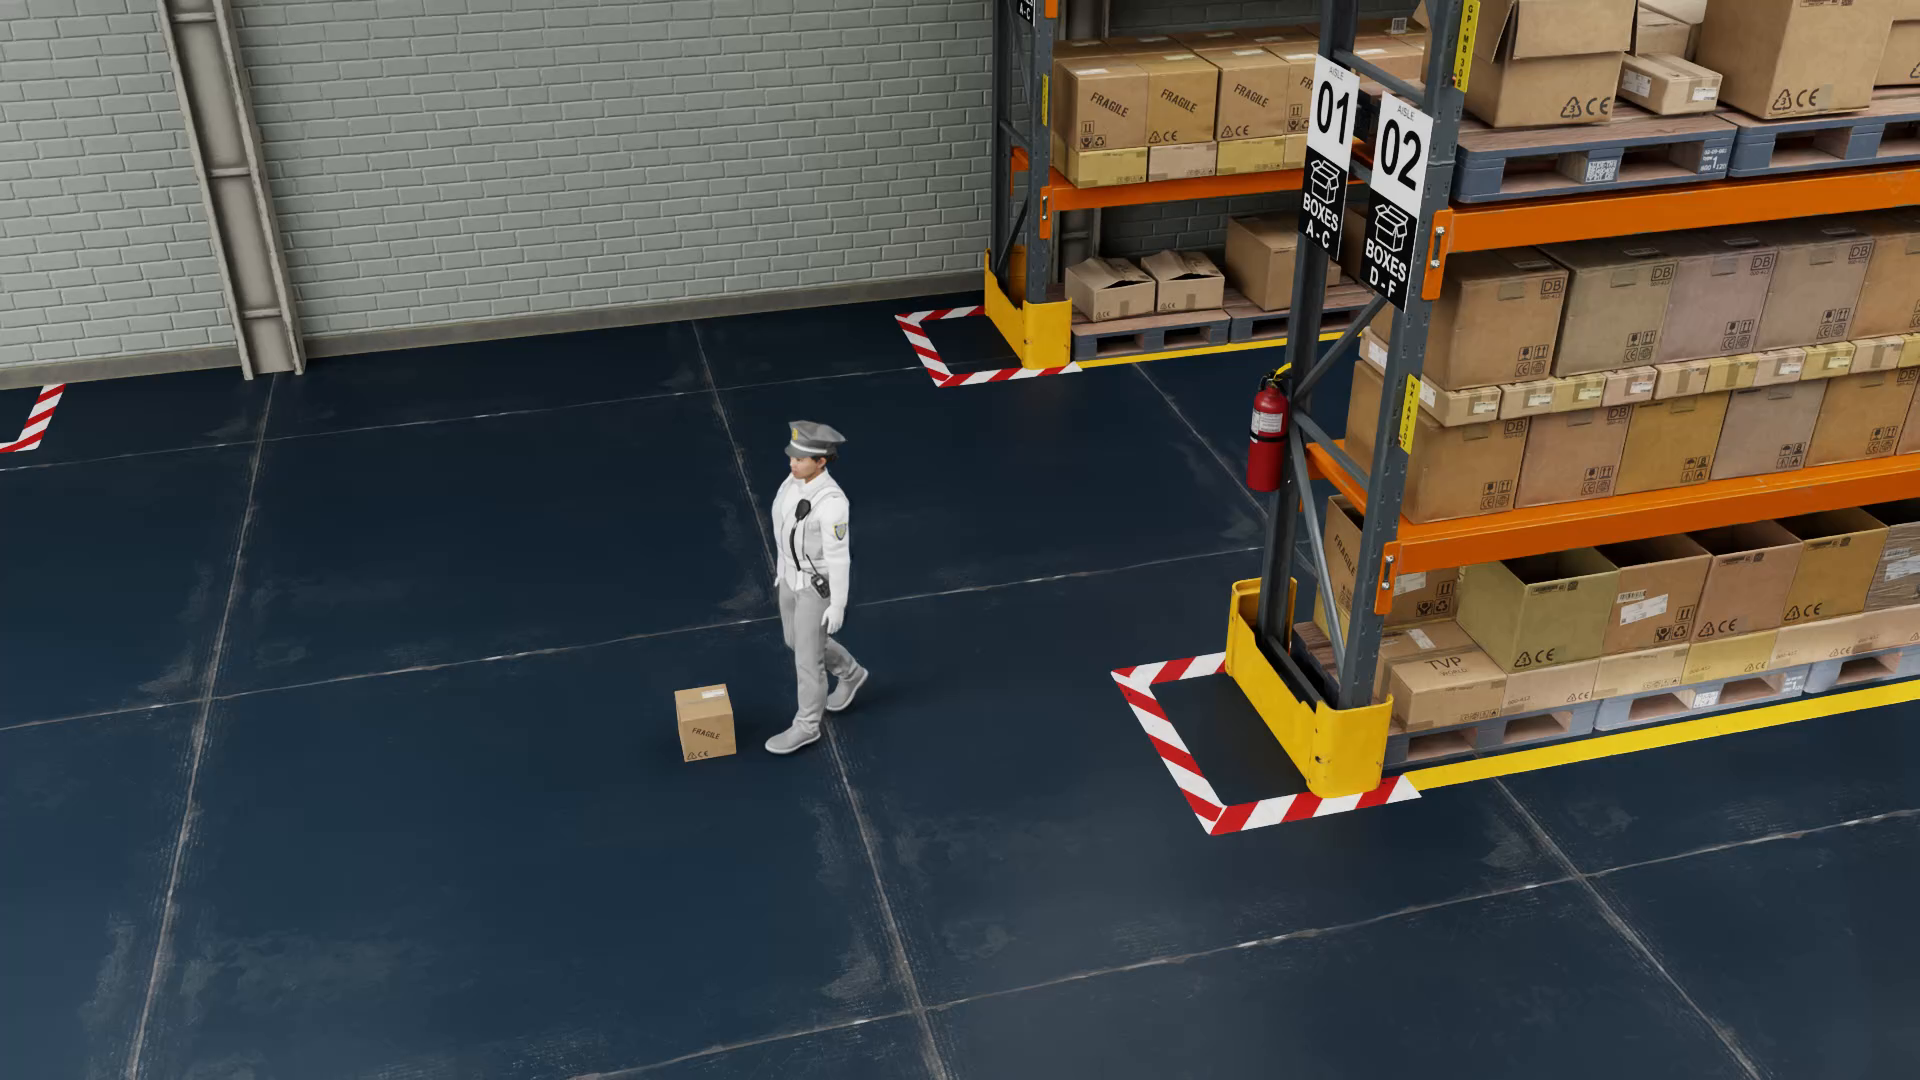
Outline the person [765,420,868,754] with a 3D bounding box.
[{"bbox_3d":[-0.693,0.201,7.848,0.641,1.677,0.507,-15,34,-24],"label":"person"}]
